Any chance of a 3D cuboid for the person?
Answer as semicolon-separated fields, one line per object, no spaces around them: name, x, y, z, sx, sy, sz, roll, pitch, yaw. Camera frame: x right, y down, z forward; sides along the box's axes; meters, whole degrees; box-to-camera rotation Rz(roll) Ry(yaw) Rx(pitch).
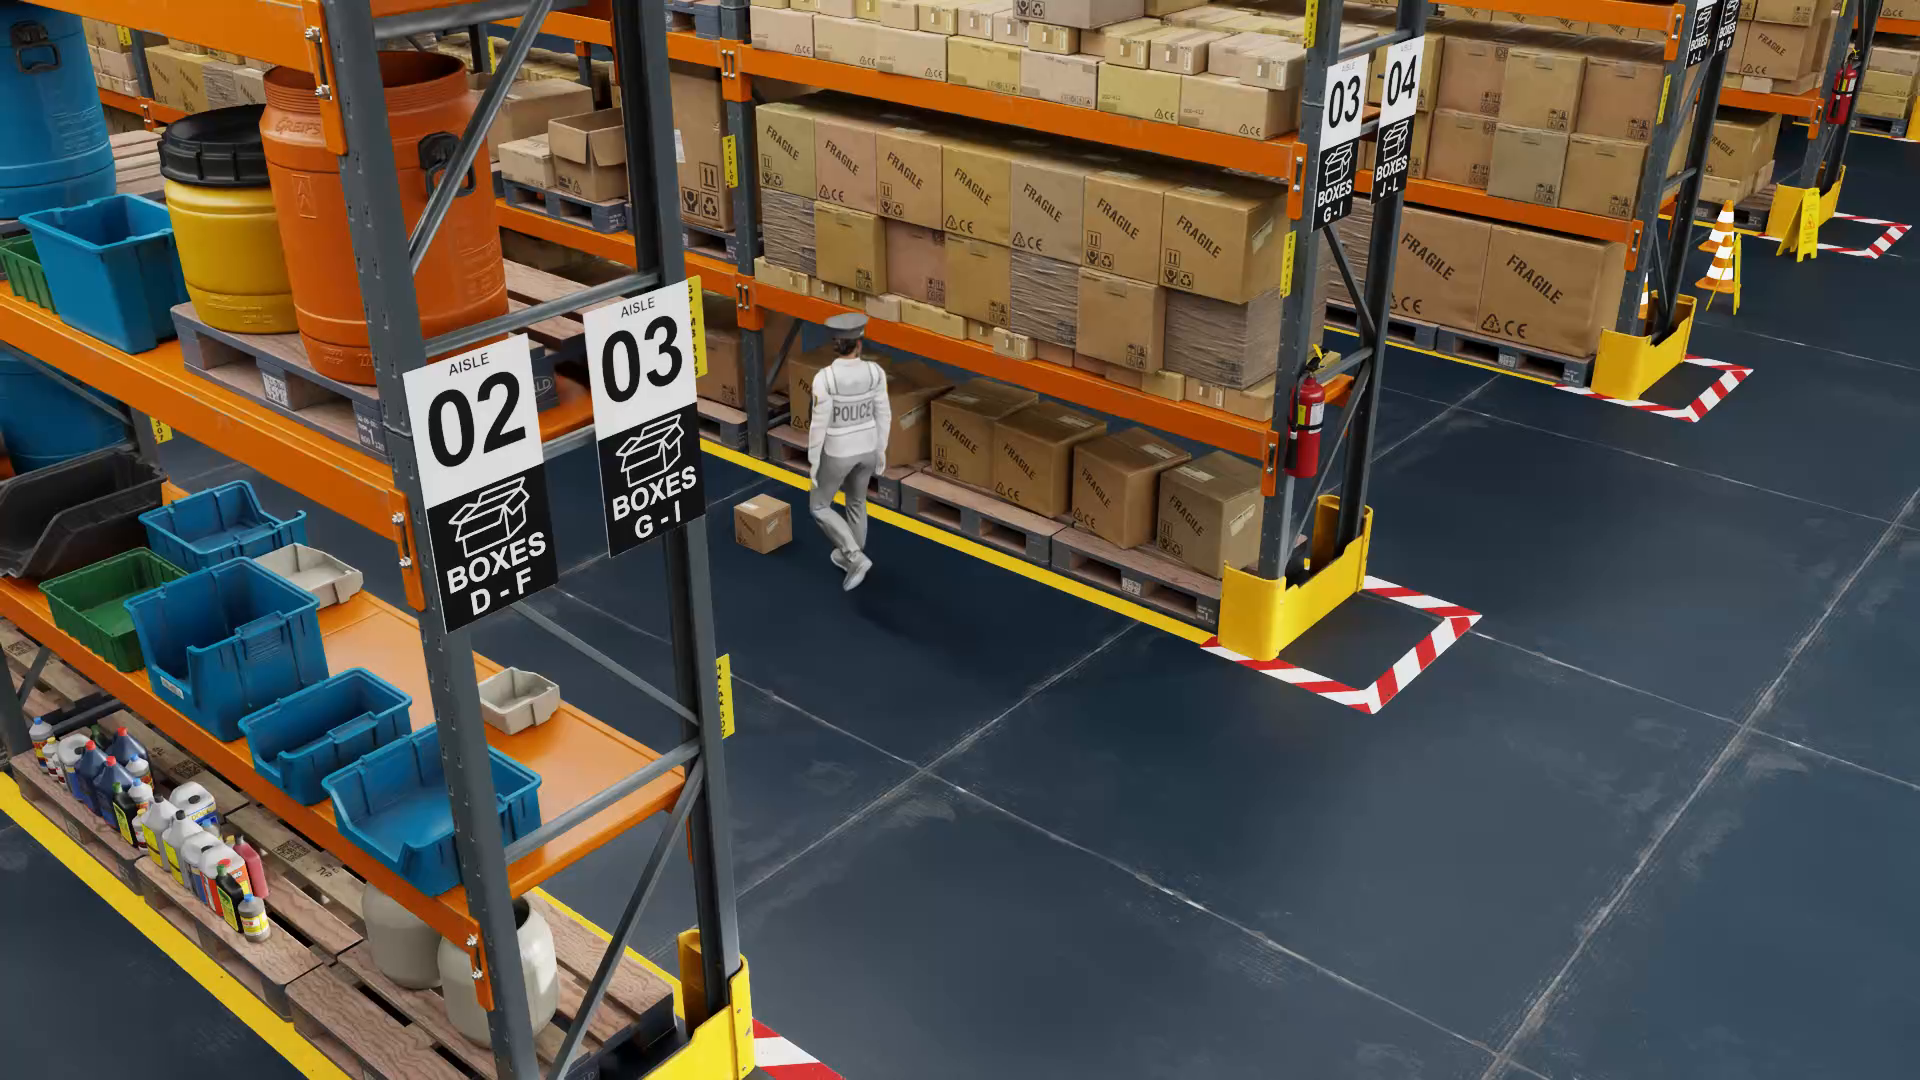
person;-0.642;-0.490;9.514;0.504;1.649;0.629;-15;31;-27
